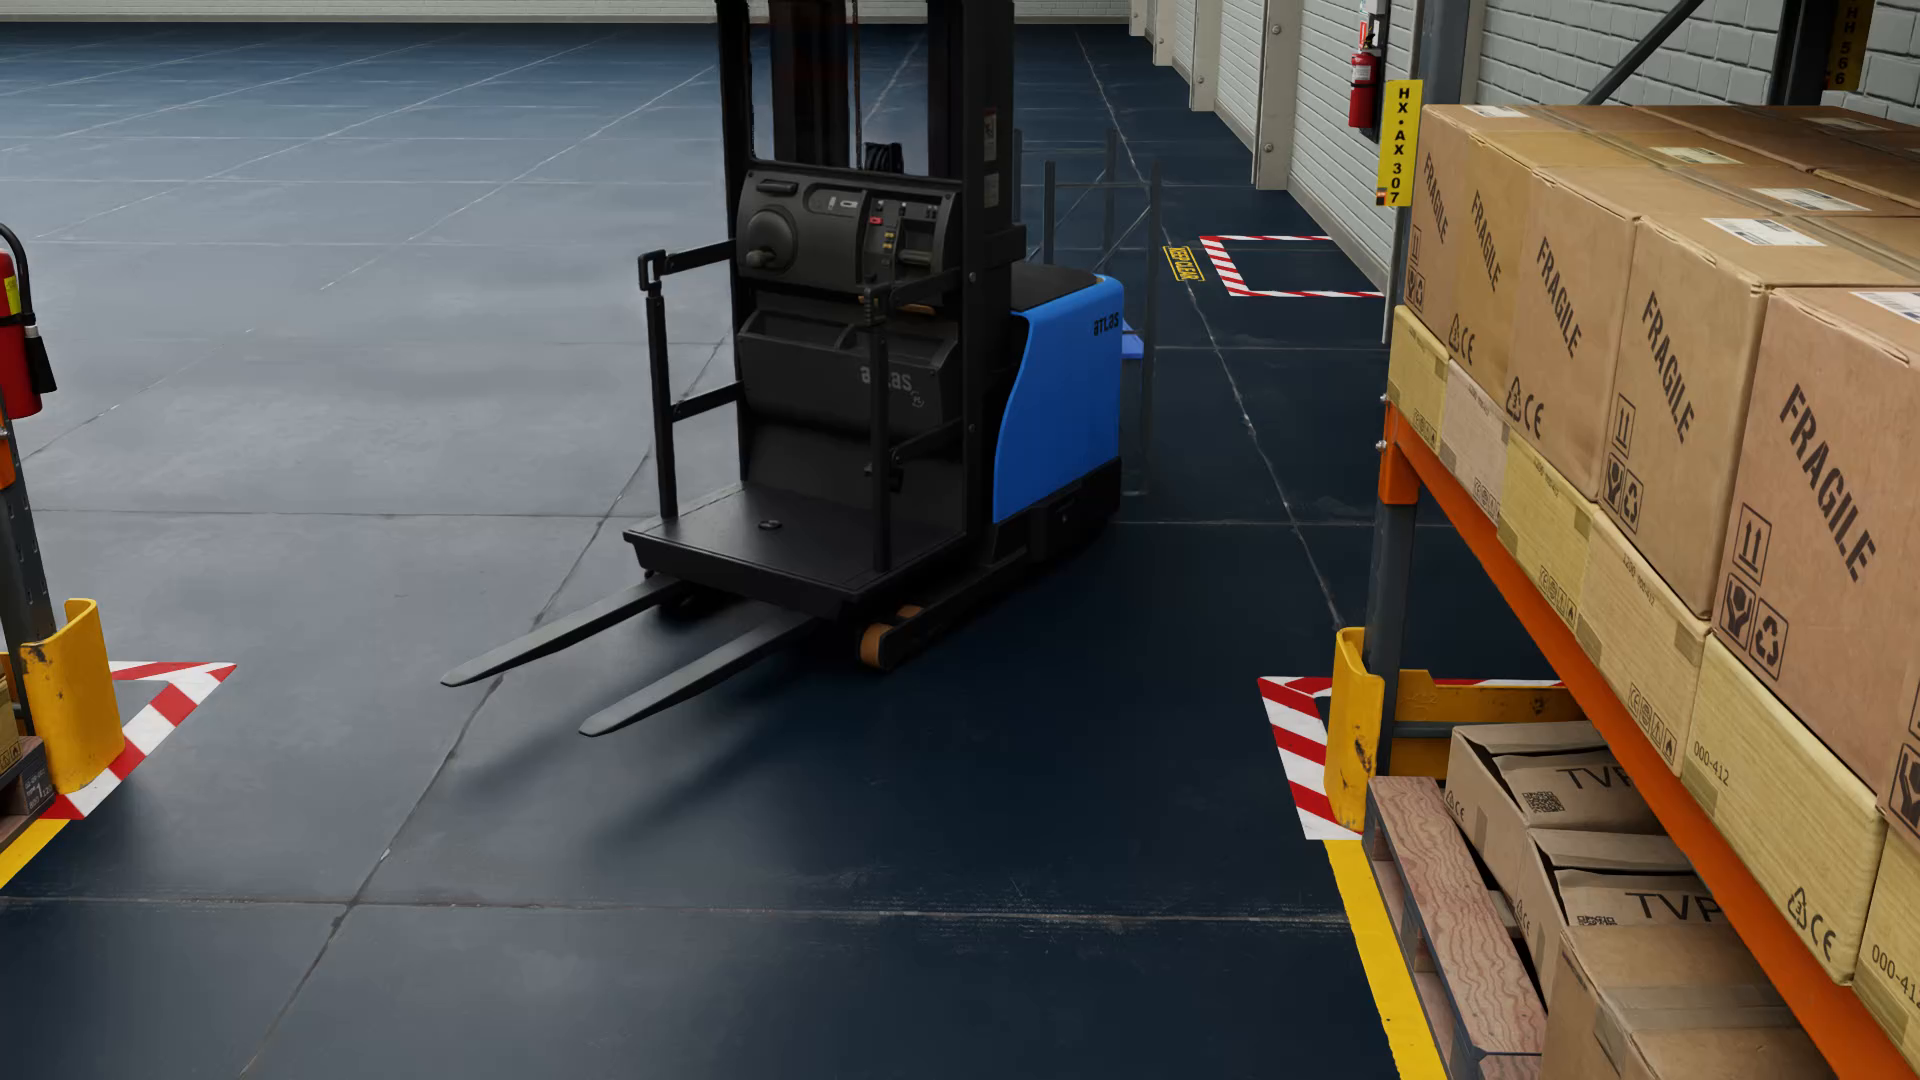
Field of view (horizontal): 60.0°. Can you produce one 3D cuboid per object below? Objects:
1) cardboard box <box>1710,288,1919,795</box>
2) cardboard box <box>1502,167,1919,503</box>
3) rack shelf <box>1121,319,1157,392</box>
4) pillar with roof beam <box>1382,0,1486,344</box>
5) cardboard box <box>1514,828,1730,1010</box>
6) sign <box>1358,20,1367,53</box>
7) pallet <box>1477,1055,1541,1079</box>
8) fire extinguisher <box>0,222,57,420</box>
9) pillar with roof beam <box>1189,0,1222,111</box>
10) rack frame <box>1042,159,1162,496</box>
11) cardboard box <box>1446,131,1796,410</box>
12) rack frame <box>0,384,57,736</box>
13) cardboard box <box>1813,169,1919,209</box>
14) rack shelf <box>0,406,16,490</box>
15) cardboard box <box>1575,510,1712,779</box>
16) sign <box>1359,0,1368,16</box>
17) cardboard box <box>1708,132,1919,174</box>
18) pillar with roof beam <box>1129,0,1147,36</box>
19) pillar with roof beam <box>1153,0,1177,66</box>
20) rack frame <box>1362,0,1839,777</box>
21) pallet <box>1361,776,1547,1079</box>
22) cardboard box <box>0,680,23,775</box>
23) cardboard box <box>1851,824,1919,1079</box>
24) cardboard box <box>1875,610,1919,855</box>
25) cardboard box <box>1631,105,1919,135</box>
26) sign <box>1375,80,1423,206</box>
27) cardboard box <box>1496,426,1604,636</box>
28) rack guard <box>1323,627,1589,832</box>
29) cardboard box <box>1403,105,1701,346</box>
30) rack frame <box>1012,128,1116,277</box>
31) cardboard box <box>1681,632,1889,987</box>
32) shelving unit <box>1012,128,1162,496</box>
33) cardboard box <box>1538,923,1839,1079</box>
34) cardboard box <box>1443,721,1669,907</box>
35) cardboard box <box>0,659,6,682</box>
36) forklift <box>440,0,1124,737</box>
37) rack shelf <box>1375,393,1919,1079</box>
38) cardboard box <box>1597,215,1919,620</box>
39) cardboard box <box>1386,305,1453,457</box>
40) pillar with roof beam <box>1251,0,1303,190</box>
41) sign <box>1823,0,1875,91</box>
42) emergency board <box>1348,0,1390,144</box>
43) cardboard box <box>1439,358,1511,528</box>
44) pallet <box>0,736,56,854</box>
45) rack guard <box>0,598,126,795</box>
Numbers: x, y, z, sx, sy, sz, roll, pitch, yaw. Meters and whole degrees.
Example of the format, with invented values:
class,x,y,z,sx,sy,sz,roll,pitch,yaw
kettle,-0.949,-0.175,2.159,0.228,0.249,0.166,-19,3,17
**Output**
class,x,y,z,sx,sy,sz,roll,pitch,yaw
cardboard box,1.318,-0.011,2.054,0.500,0.500,0.500,0,21,0
cardboard box,1.337,-0.386,3.020,0.500,0.500,0.500,0,21,0
rack shelf,0.551,-0.916,7.814,0.538,0.185,1.000,-2,21,-6
pillar with roof beam,-1.578,-5.383,8.462,9.100,9.000,0.400,1,21,2
cardboard box,1.571,0.872,3.744,0.500,0.311,0.500,2,21,6
sign,2.958,-3.647,12.232,0.001,0.329,0.234,1,21,2
pallet,1.597,1.429,3.054,1.003,0.211,1.213,1,21,2
fire extinguisher,-2.785,-0.686,4.758,0.296,0.674,0.183,1,21,2
pillar with roof beam,-1.213,-9.722,19.644,9.100,9.000,0.400,1,21,2
rack frame,0.604,-0.901,7.278,0.500,1.500,0.032,-2,21,-6
cardboard box,1.359,-0.573,3.502,0.500,0.500,0.500,1,21,2
rack frame,-3.253,-0.685,4.647,1.000,3.000,0.127,1,21,2
cardboard box,1.860,-0.379,3.002,0.500,0.500,0.500,0,21,0
rack shelf,-3.314,0.374,2.914,1.077,0.370,4.000,1,21,2
cardboard box,1.326,0.157,2.658,0.500,0.250,0.500,1,21,2
sign,2.949,-3.893,12.132,0.001,0.109,0.331,1,21,2
cardboard box,1.872,-0.566,3.484,0.500,0.500,0.500,1,21,2
pillar with roof beam,-0.848,-14.060,30.826,9.100,9.000,0.400,1,21,2
pillar with roof beam,-1.031,-11.891,25.235,9.100,9.000,0.400,1,21,2
rack frame,1.699,-0.632,4.510,1.000,3.000,0.127,1,21,2
pallet,1.636,0.989,4.188,1.003,0.211,1.213,1,21,2
cardboard box,-2.974,0.598,4.561,0.500,0.250,0.500,1,21,2
cardboard box,1.312,0.520,1.721,0.500,0.250,0.500,1,21,2
cardboard box,1.292,0.171,1.585,0.500,0.500,0.500,1,21,1
cardboard box,1.897,-0.748,3.953,0.500,0.500,0.500,0,21,1
sign,1.156,-1.041,4.369,0.100,0.325,0.005,1,21,2
cardboard box,1.344,-0.026,3.129,0.500,0.250,0.500,0,21,1
rack guard,1.697,0.561,4.892,1.175,0.500,0.348,1,21,2
cardboard box,1.384,-0.751,3.962,0.500,0.500,0.500,1,21,2
rack frame,0.498,-1.267,8.221,0.500,1.500,0.032,-2,21,-6
cardboard box,1.312,0.338,2.190,0.500,0.250,0.500,1,21,1
shelving unit,0.551,-1.084,7.749,0.538,1.500,1.048,-2,21,-6
cardboard box,1.498,1.048,3.027,0.700,0.500,0.500,-1,21,-2
cardboard box,1.588,0.666,4.275,0.500,0.311,0.500,-2,21,-4
cardboard box,-2.972,0.249,4.425,0.500,0.500,0.500,1,21,2
forklift,-0.537,-1.102,5.818,1.130,2.935,3.031,13,25,31
rack shelf,1.638,0.427,2.777,1.077,0.370,4.000,1,21,2
cardboard box,1.333,-0.199,2.539,0.500,0.500,0.500,1,21,3
cardboard box,1.367,-0.398,4.088,0.500,0.250,0.500,0,21,0
pillar with roof beam,-1.396,-7.552,14.053,9.100,9.000,0.400,1,21,2
sign,2.253,-1.306,4.209,0.100,0.325,0.005,1,21,2
emergency board,2.838,-3.432,11.726,0.194,1.169,0.643,1,21,2
cardboard box,1.365,-0.210,3.604,0.500,0.250,0.500,0,21,0
pallet,-3.234,0.892,4.438,1.003,0.211,1.213,1,21,2
rack guard,-3.252,0.472,5.122,1.175,0.500,0.348,1,21,2
